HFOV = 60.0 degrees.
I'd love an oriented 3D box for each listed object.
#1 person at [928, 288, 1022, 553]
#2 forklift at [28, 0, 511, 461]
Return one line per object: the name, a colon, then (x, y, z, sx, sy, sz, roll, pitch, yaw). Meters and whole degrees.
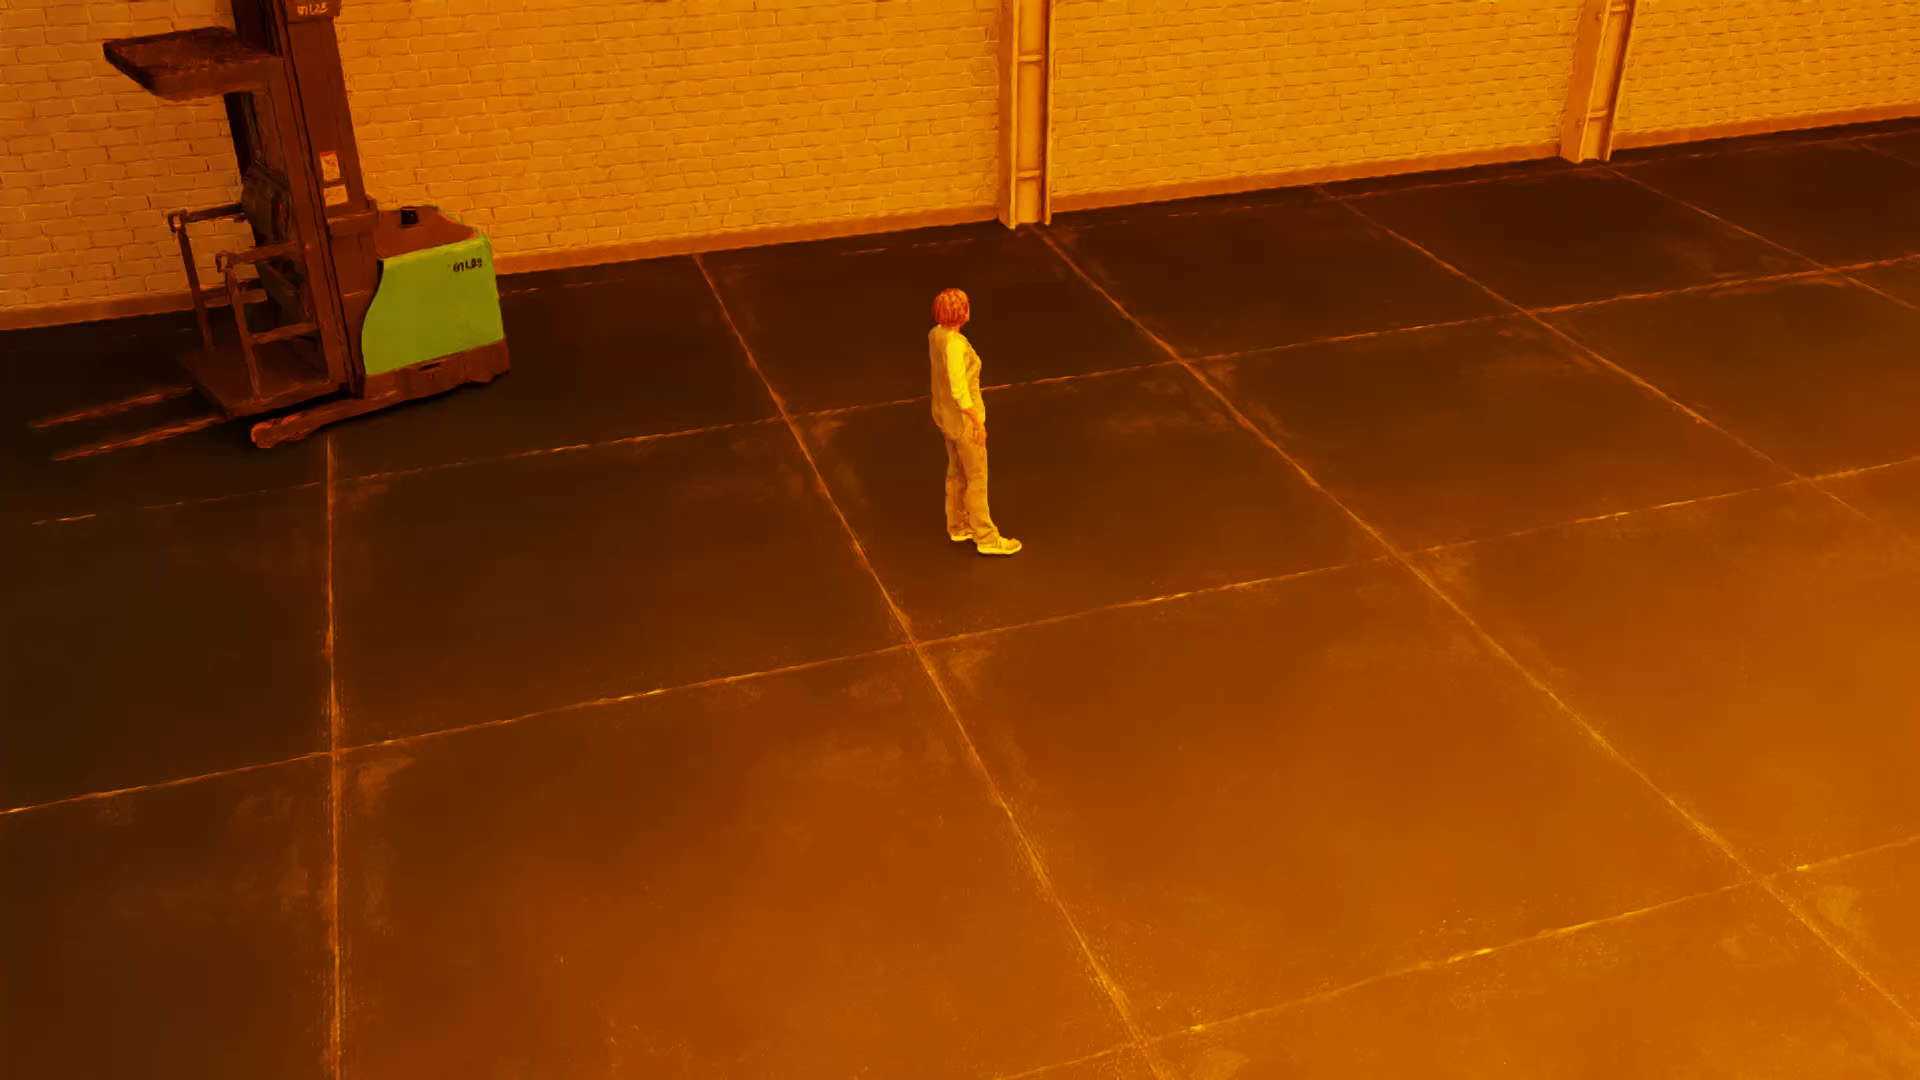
person: (0.075, -0.704, 9.633, 0.474, 1.597, 0.521, -10, 31, -16)
forklift: (-4.722, -2.179, 10.873, 3.031, 2.935, 1.130, -22, 36, -33)
